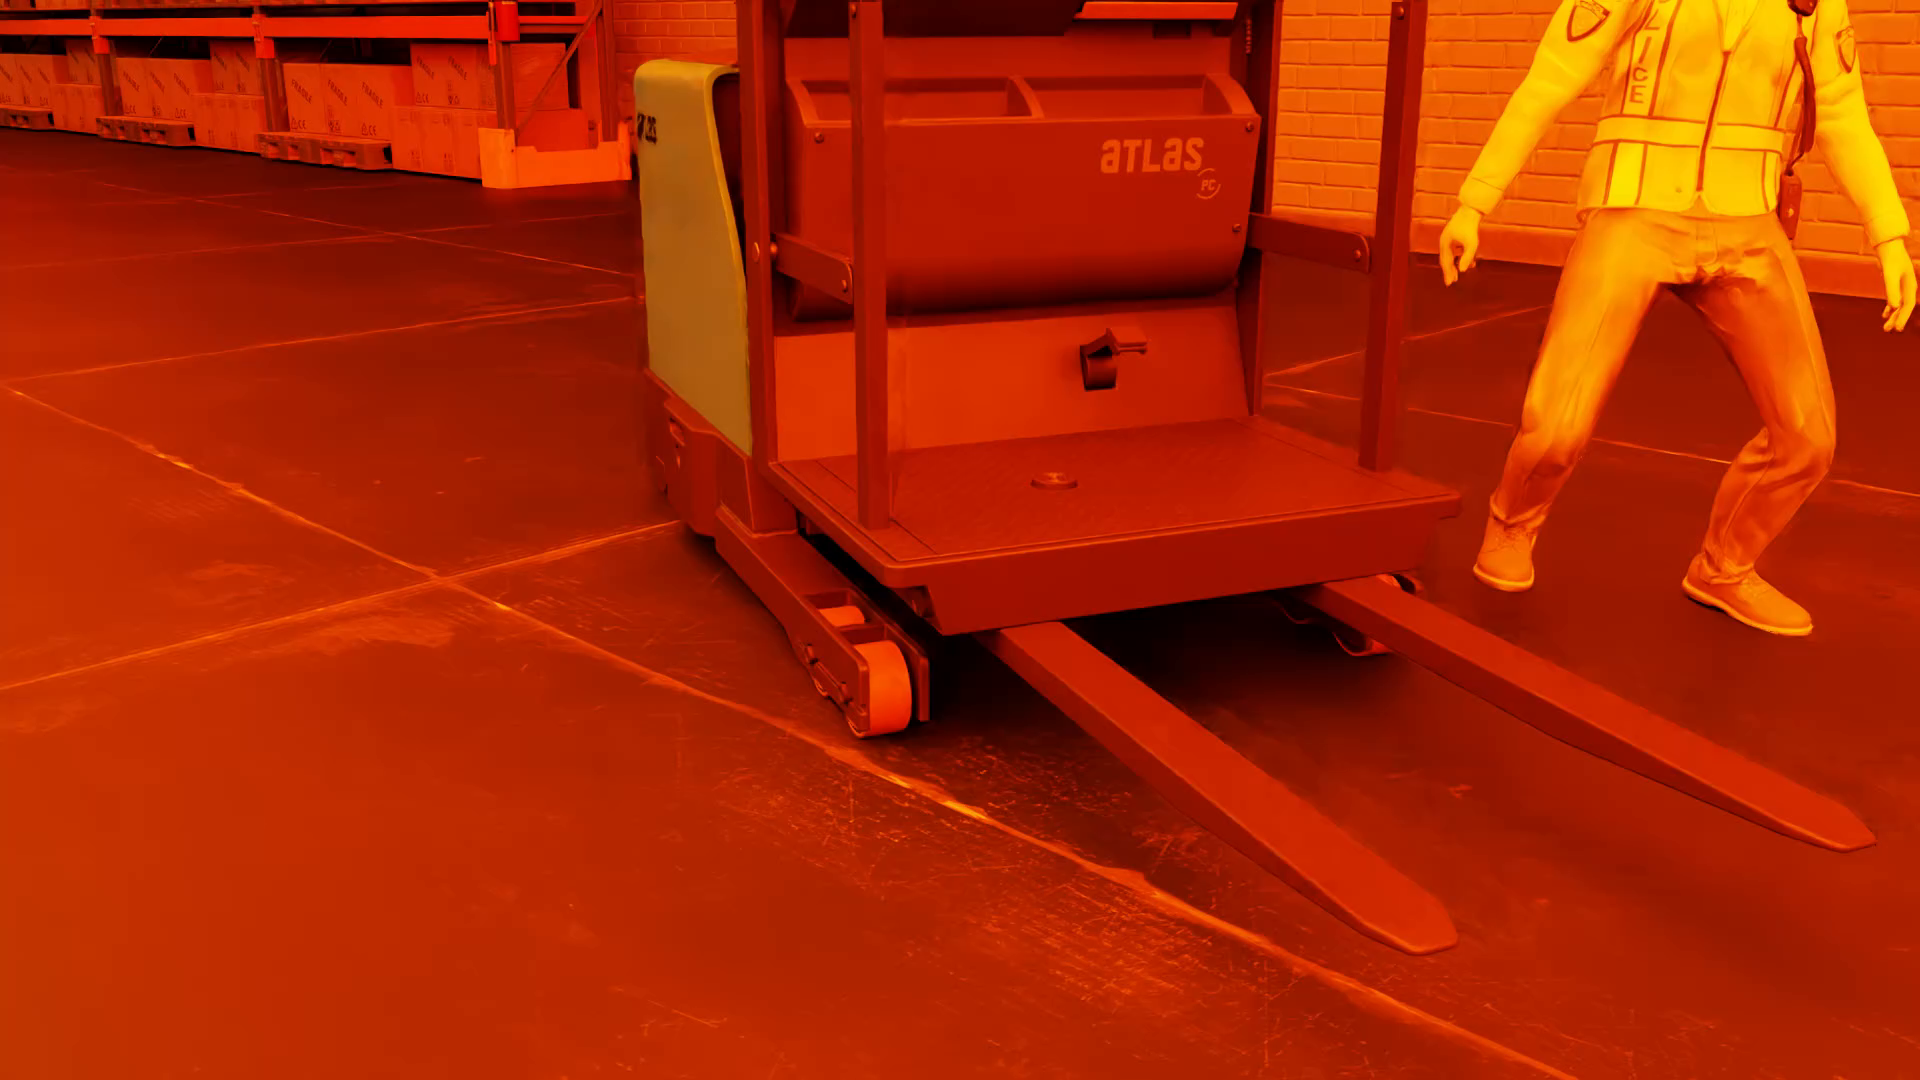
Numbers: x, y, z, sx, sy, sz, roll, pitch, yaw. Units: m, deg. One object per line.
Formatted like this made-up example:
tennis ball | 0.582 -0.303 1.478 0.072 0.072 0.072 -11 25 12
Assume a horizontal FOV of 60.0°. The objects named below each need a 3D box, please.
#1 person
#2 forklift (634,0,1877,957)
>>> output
person | 1.332 -0.573 3.104 0.828 1.585 0.474 2 17 8
forklift | 0.215 -1.206 2.831 1.130 2.935 3.031 -7 18 -21
